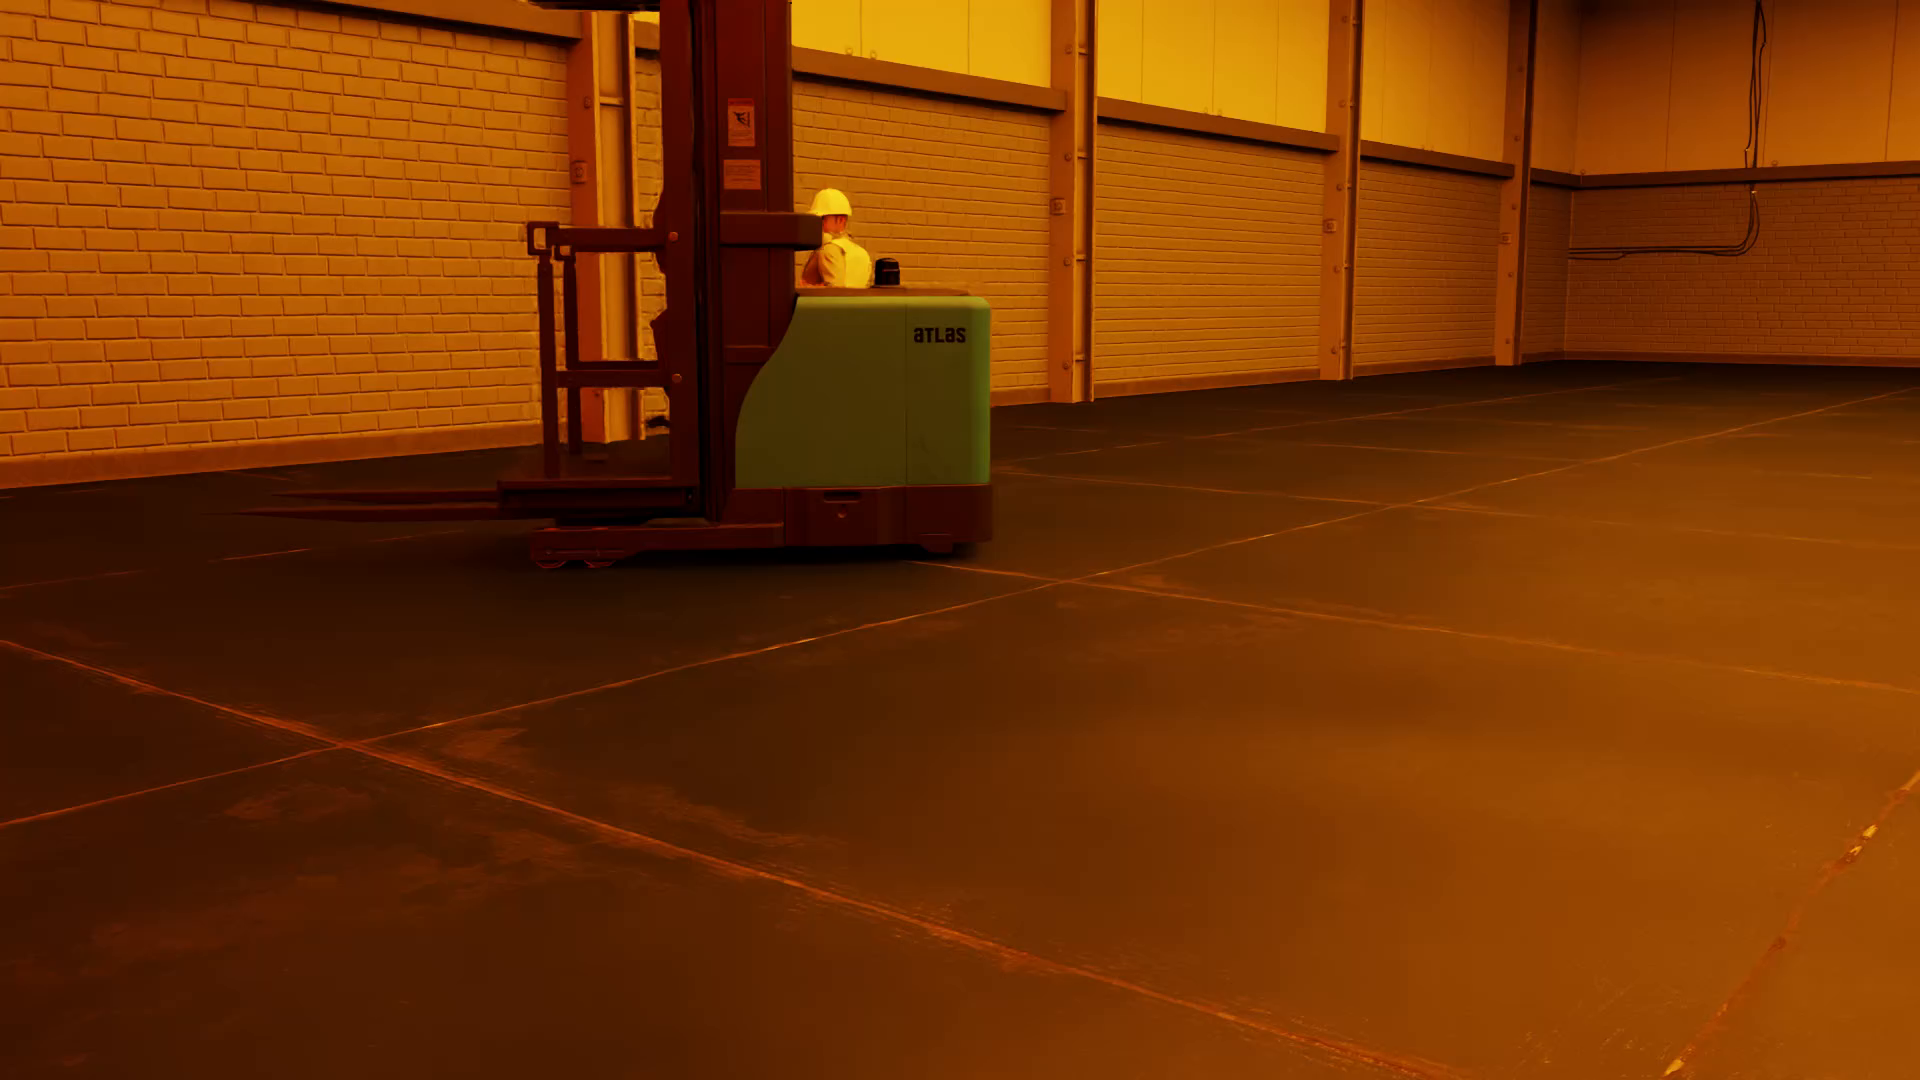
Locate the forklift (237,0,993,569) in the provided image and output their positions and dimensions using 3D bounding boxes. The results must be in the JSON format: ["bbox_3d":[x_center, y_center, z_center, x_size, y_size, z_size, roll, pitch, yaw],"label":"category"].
[{"bbox_3d":[-1.420,-1.416,6.956,3.031,2.935,1.130,-1,8,-8],"label":"forklift"}]

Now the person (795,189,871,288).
[{"bbox_3d":[-0.748,-1.146,9.546,0.551,1.704,0.936,-8,11,-42],"label":"person"}]
